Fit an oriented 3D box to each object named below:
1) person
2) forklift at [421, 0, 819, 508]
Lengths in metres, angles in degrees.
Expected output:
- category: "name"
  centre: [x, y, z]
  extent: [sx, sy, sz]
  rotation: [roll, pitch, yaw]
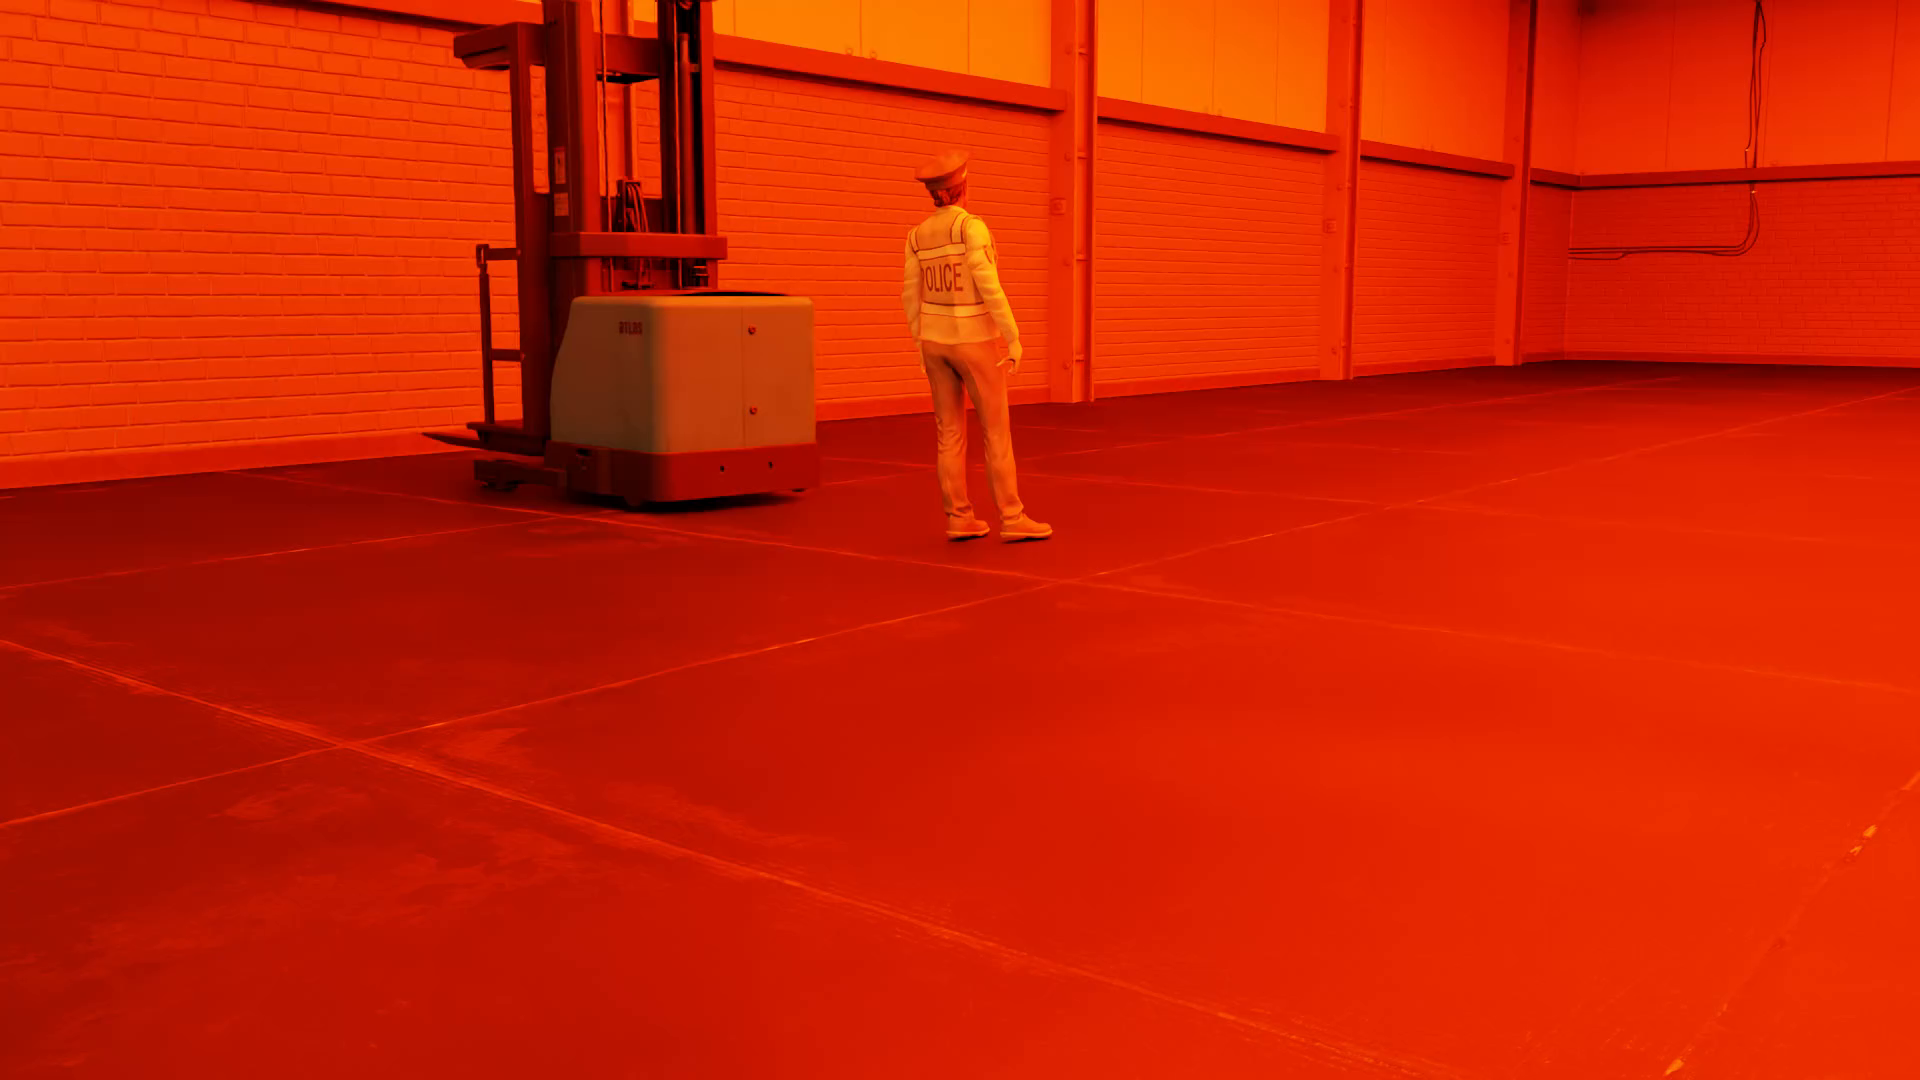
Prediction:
- category: "person"
  centre: [0.055, -0.852, 7.324]
  extent: [0.568, 1.694, 0.531]
  rotation: [7, 11, 38]
- category: "forklift"
  centre: [-2.118, -1.773, 9.395]
  extent: [1.130, 2.935, 3.031]
  rotation: [-8, 11, -42]
